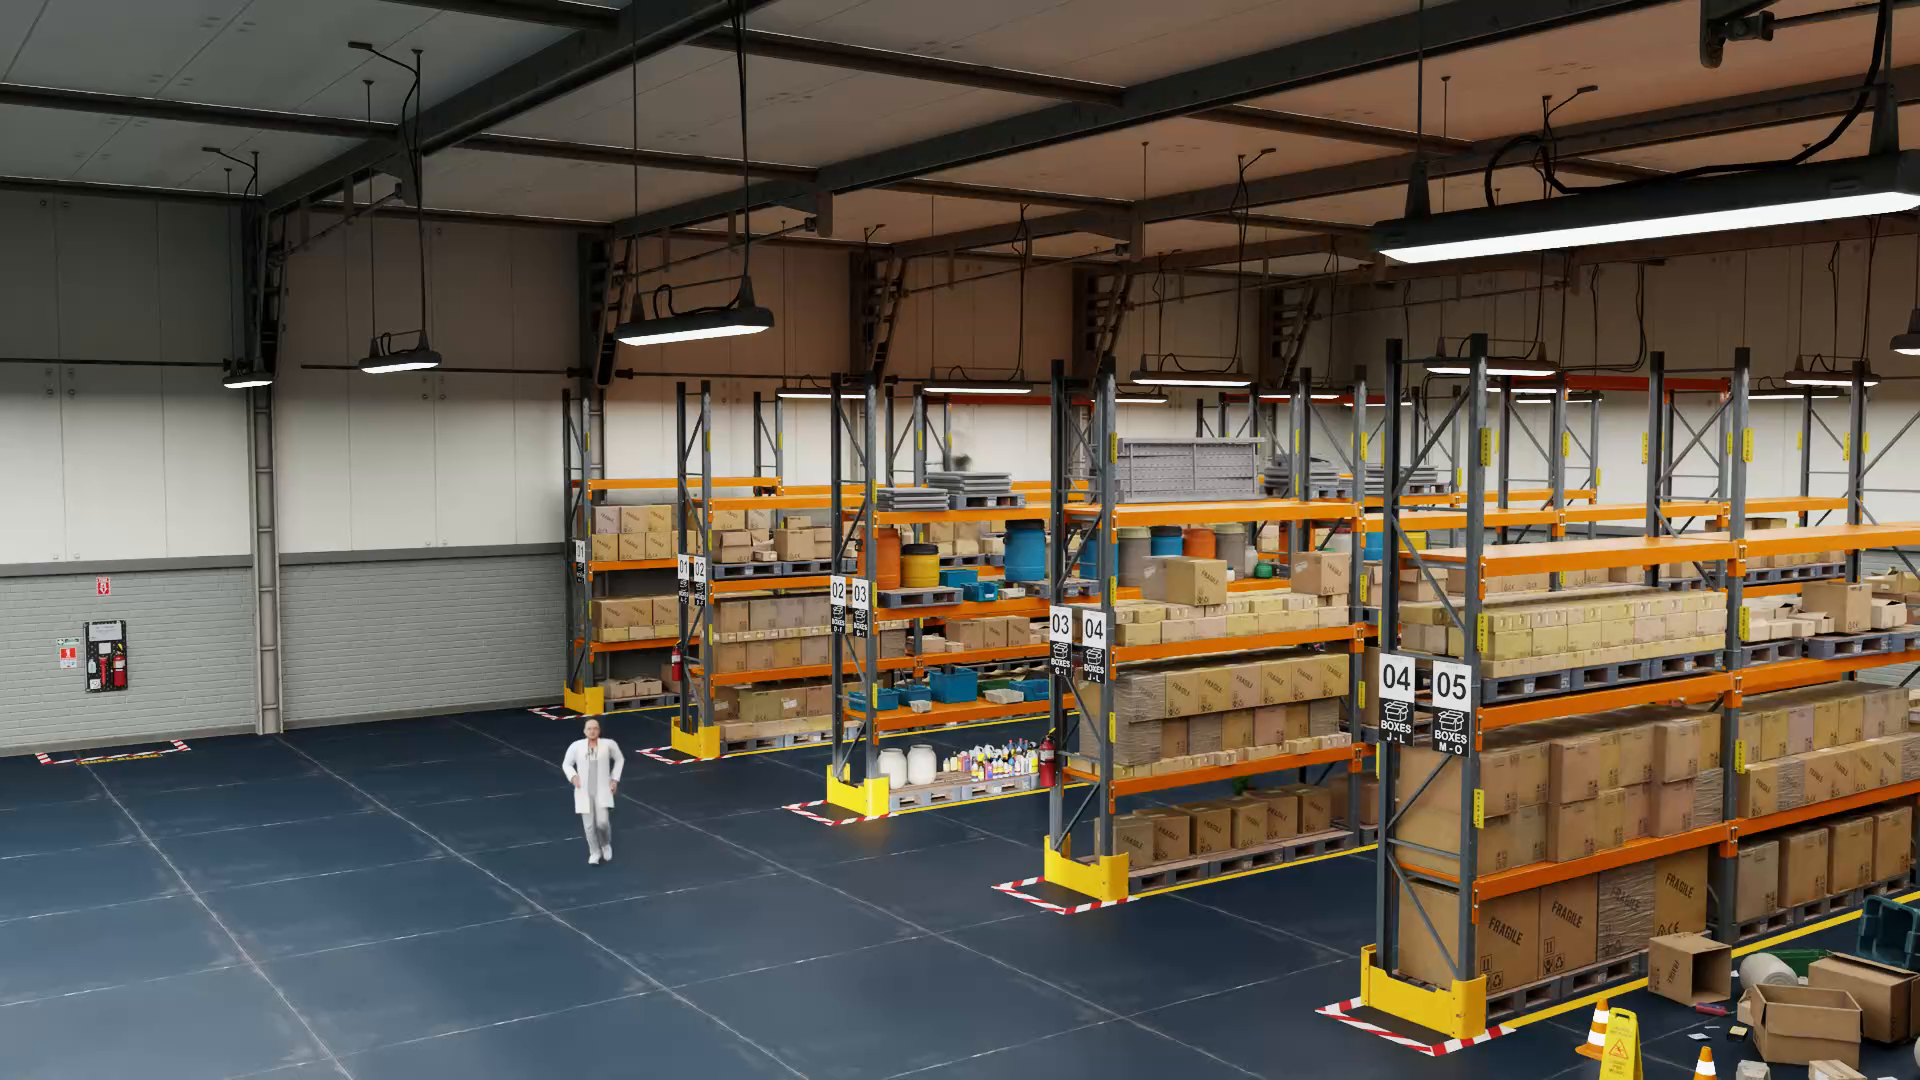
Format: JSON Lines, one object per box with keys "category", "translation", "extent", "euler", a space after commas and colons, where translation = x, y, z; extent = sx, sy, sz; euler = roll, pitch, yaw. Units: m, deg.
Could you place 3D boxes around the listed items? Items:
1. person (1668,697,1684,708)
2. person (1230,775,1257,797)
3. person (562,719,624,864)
{"category": "person", "translation": [9.437, 2.876, 22.068], "extent": [0.587, 1.742, 0.653], "euler": [-3, 5, -42]}
{"category": "person", "translation": [3.794, 2.851, 22.054], "extent": [0.857, 1.769, 0.672], "euler": [-3, 5, -42]}
{"category": "person", "translation": [-4.388, 3.014, 19.856], "extent": [0.711, 1.743, 0.621], "euler": [0, 4, -7]}
